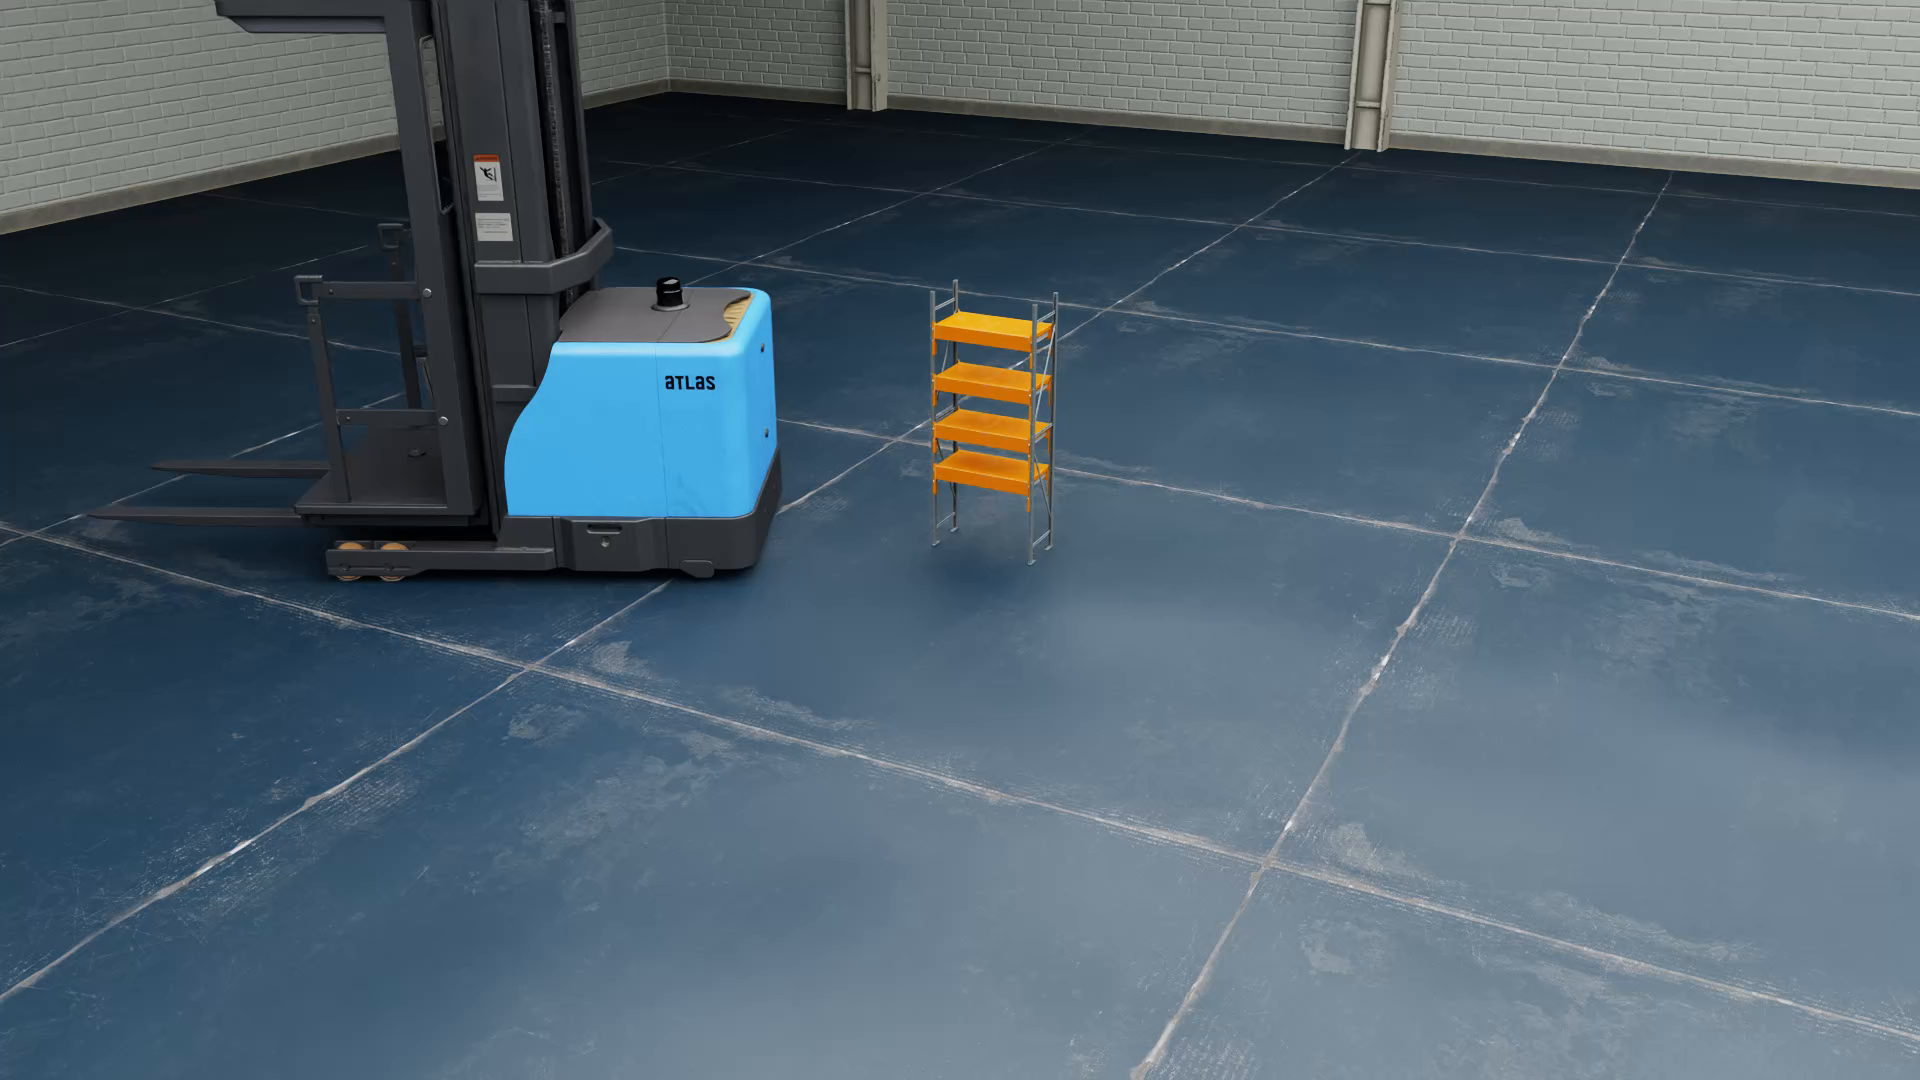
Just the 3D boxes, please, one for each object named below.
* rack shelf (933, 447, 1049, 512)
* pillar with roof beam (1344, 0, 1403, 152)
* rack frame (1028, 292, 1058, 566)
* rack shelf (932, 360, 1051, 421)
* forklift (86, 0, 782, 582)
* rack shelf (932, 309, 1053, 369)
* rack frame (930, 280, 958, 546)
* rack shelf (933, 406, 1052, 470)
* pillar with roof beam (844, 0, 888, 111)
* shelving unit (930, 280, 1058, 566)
[{"bbox_3d":[0.148,-0.278,7.551,0.480,0.148,0.258,11,25,25],"label":"rack shelf"},{"bbox_3d":[2.308,-6.737,12.092,0.400,9.000,9.100,11,25,25],"label":"pillar with roof beam"},{"bbox_3d":[0.365,-0.480,7.345,0.015,1.200,0.240,11,25,25],"label":"rack frame"},{"bbox_3d":[0.148,-0.667,7.385,0.480,0.148,0.258,11,25,25],"label":"rack shelf"},{"bbox_3d":[-2.396,-1.373,7.232,3.031,2.935,1.130,1,23,1],"label":"forklift"},{"bbox_3d":[0.148,-0.885,7.293,0.480,0.148,0.258,11,25,25],"label":"rack shelf"},{"bbox_3d":[-0.070,-0.566,7.548,0.015,1.200,0.240,11,25,25],"label":"rack frame"},{"bbox_3d":[0.148,-0.461,7.473,0.480,0.148,0.258,11,25,25],"label":"rack shelf"},{"bbox_3d":[-3.047,-7.796,14.583,0.400,9.000,9.100,11,25,25],"label":"pillar with roof beam"},{"bbox_3d":[0.148,-0.523,7.446,0.503,1.200,0.258,11,25,25],"label":"shelving unit"}]
